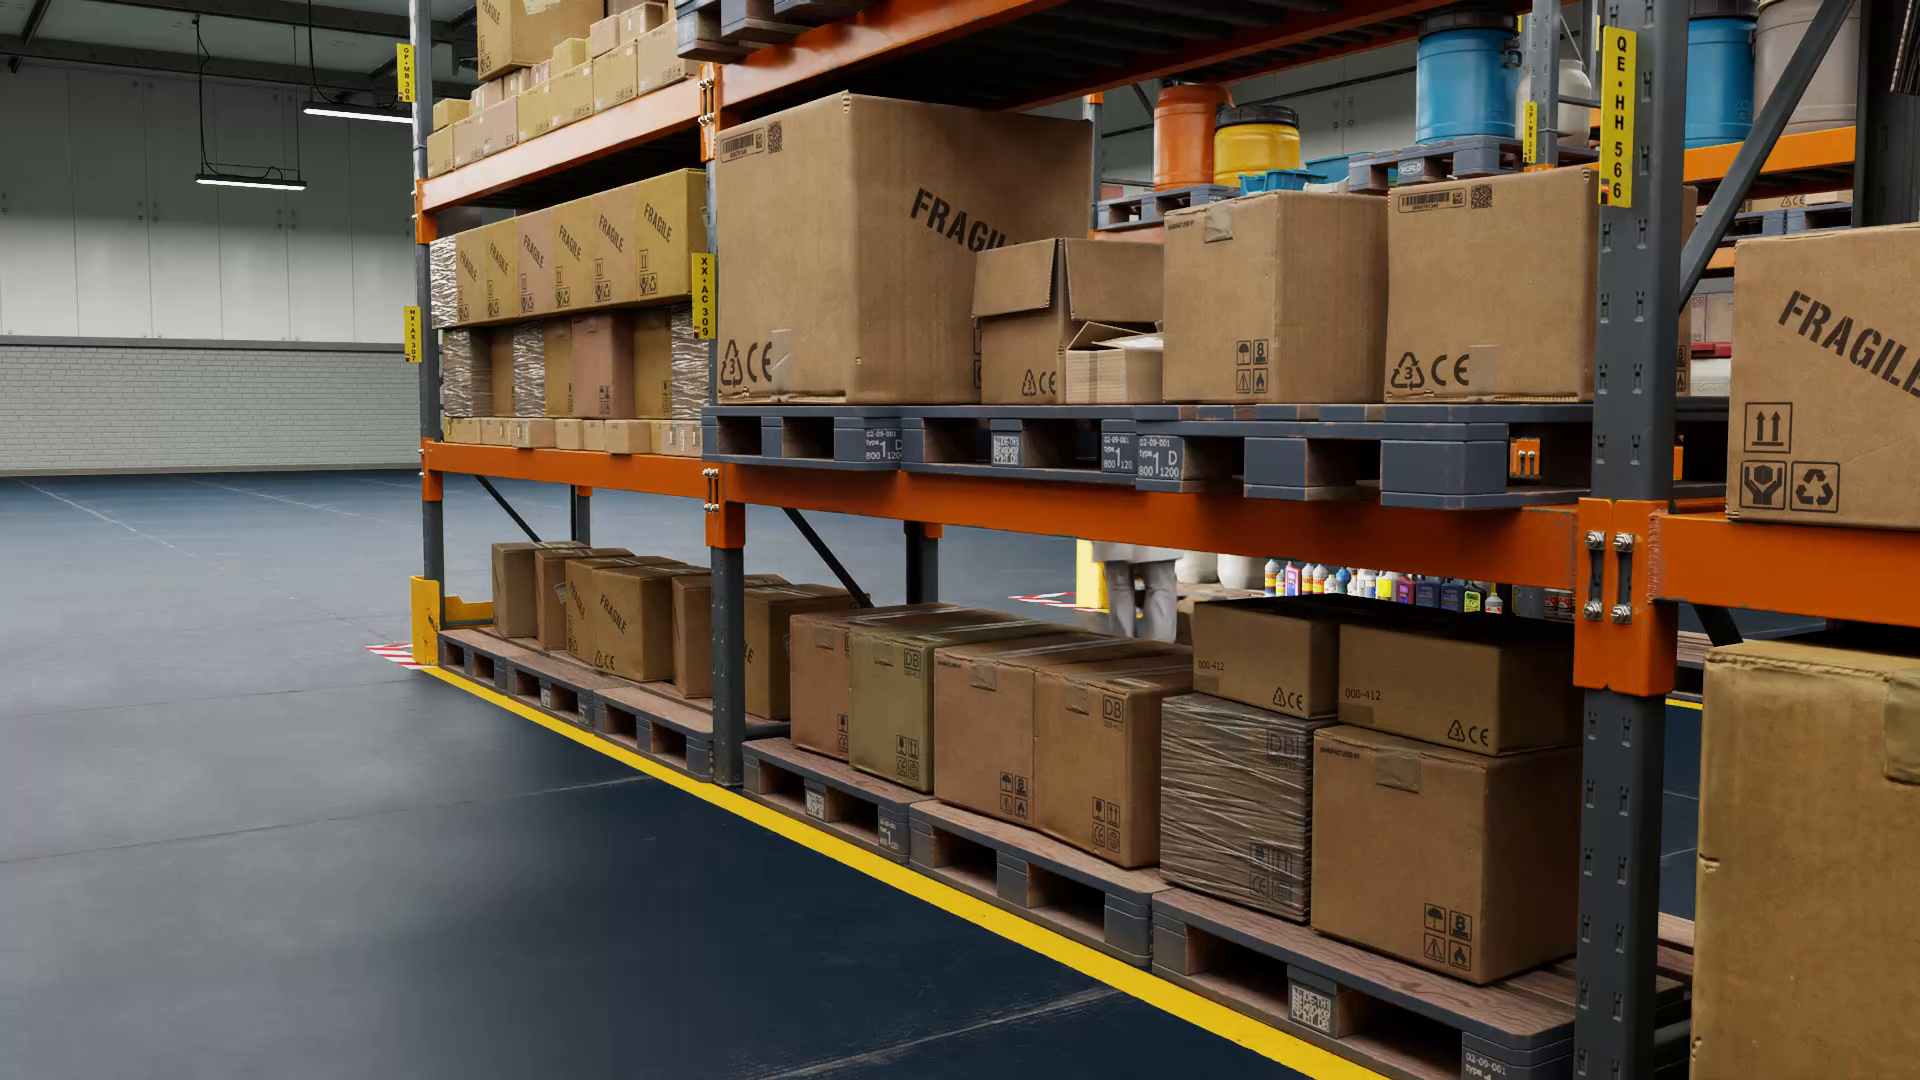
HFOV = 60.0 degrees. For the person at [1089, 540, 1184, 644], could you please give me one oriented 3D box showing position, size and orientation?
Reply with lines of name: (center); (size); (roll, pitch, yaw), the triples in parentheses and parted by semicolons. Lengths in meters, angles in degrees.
person: (0.974, -0.096, 8.771); (0.719, 1.780, 0.446); (1, 5, 17)
